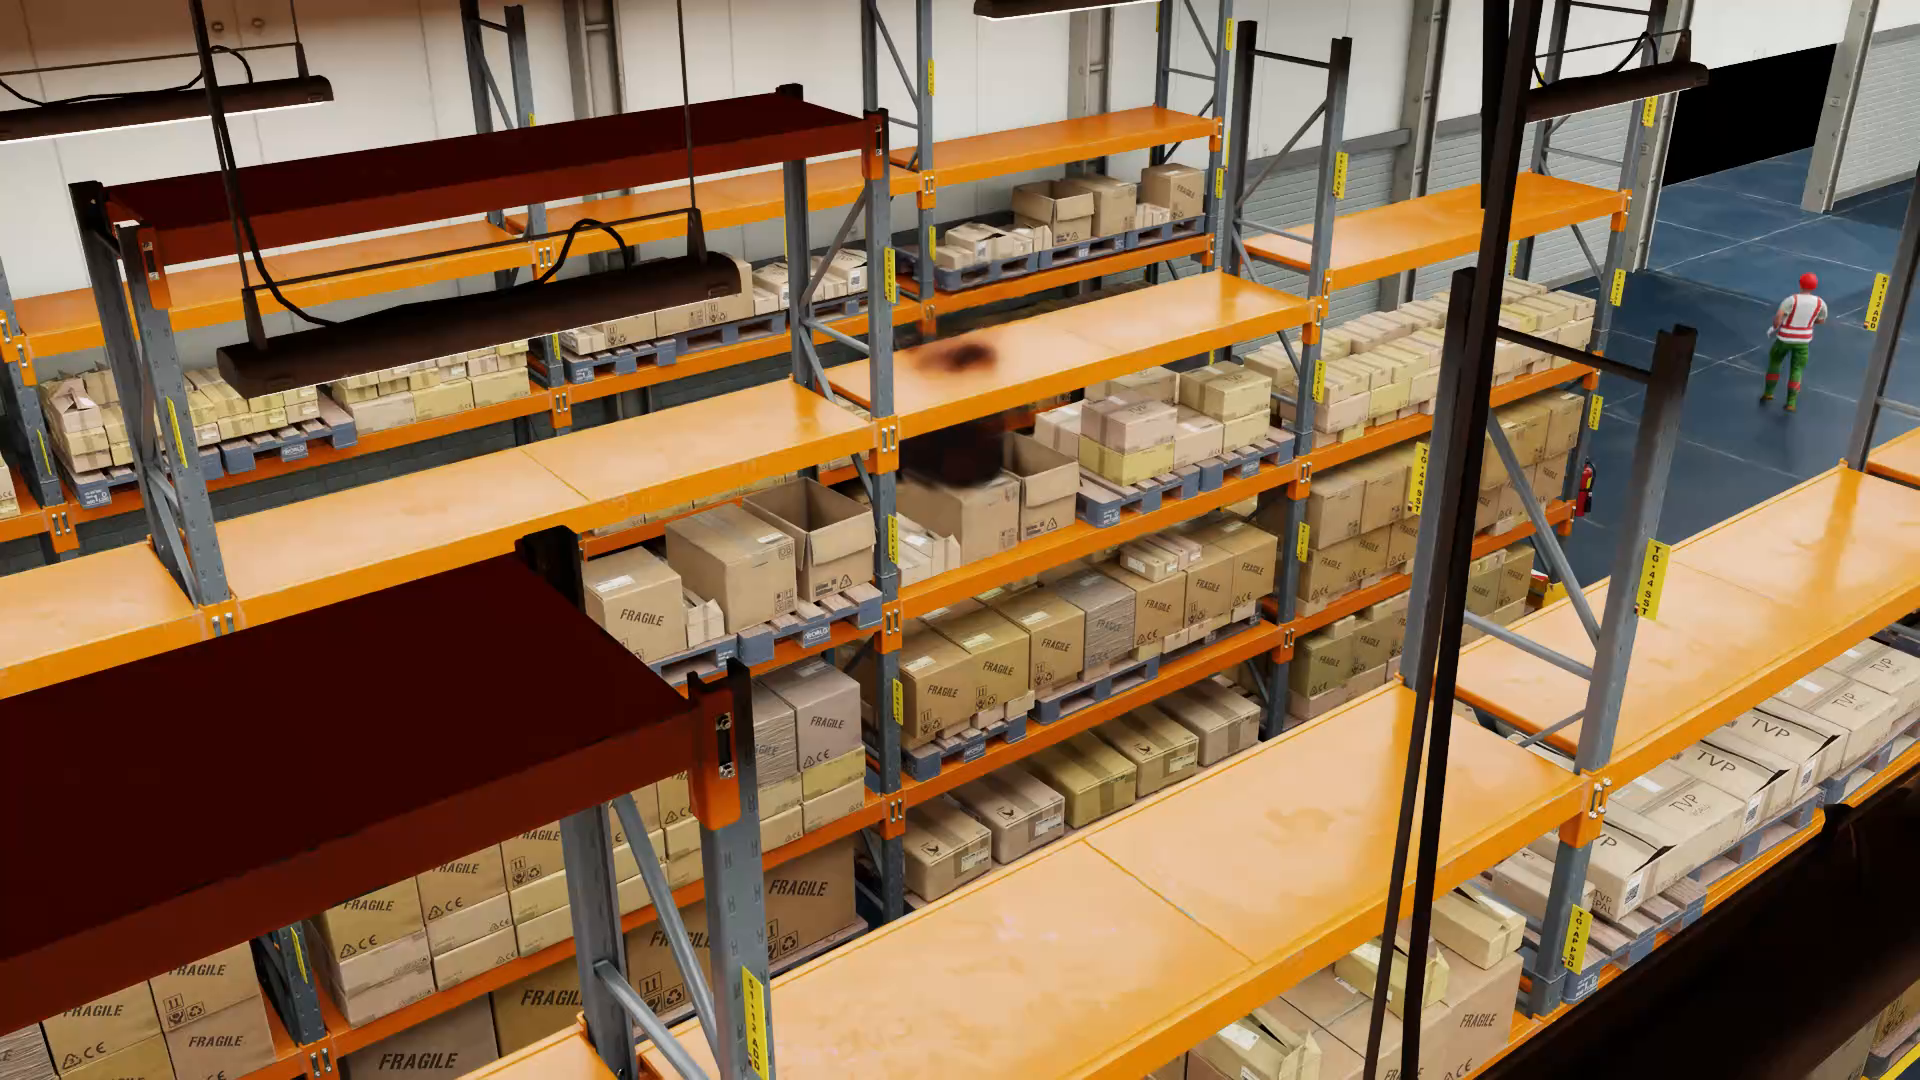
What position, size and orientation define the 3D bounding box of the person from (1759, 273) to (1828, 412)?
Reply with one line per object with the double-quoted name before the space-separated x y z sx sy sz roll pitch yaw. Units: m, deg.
"person" 10.611 -2.511 21.189 0.662 1.841 0.802 8 27 16
